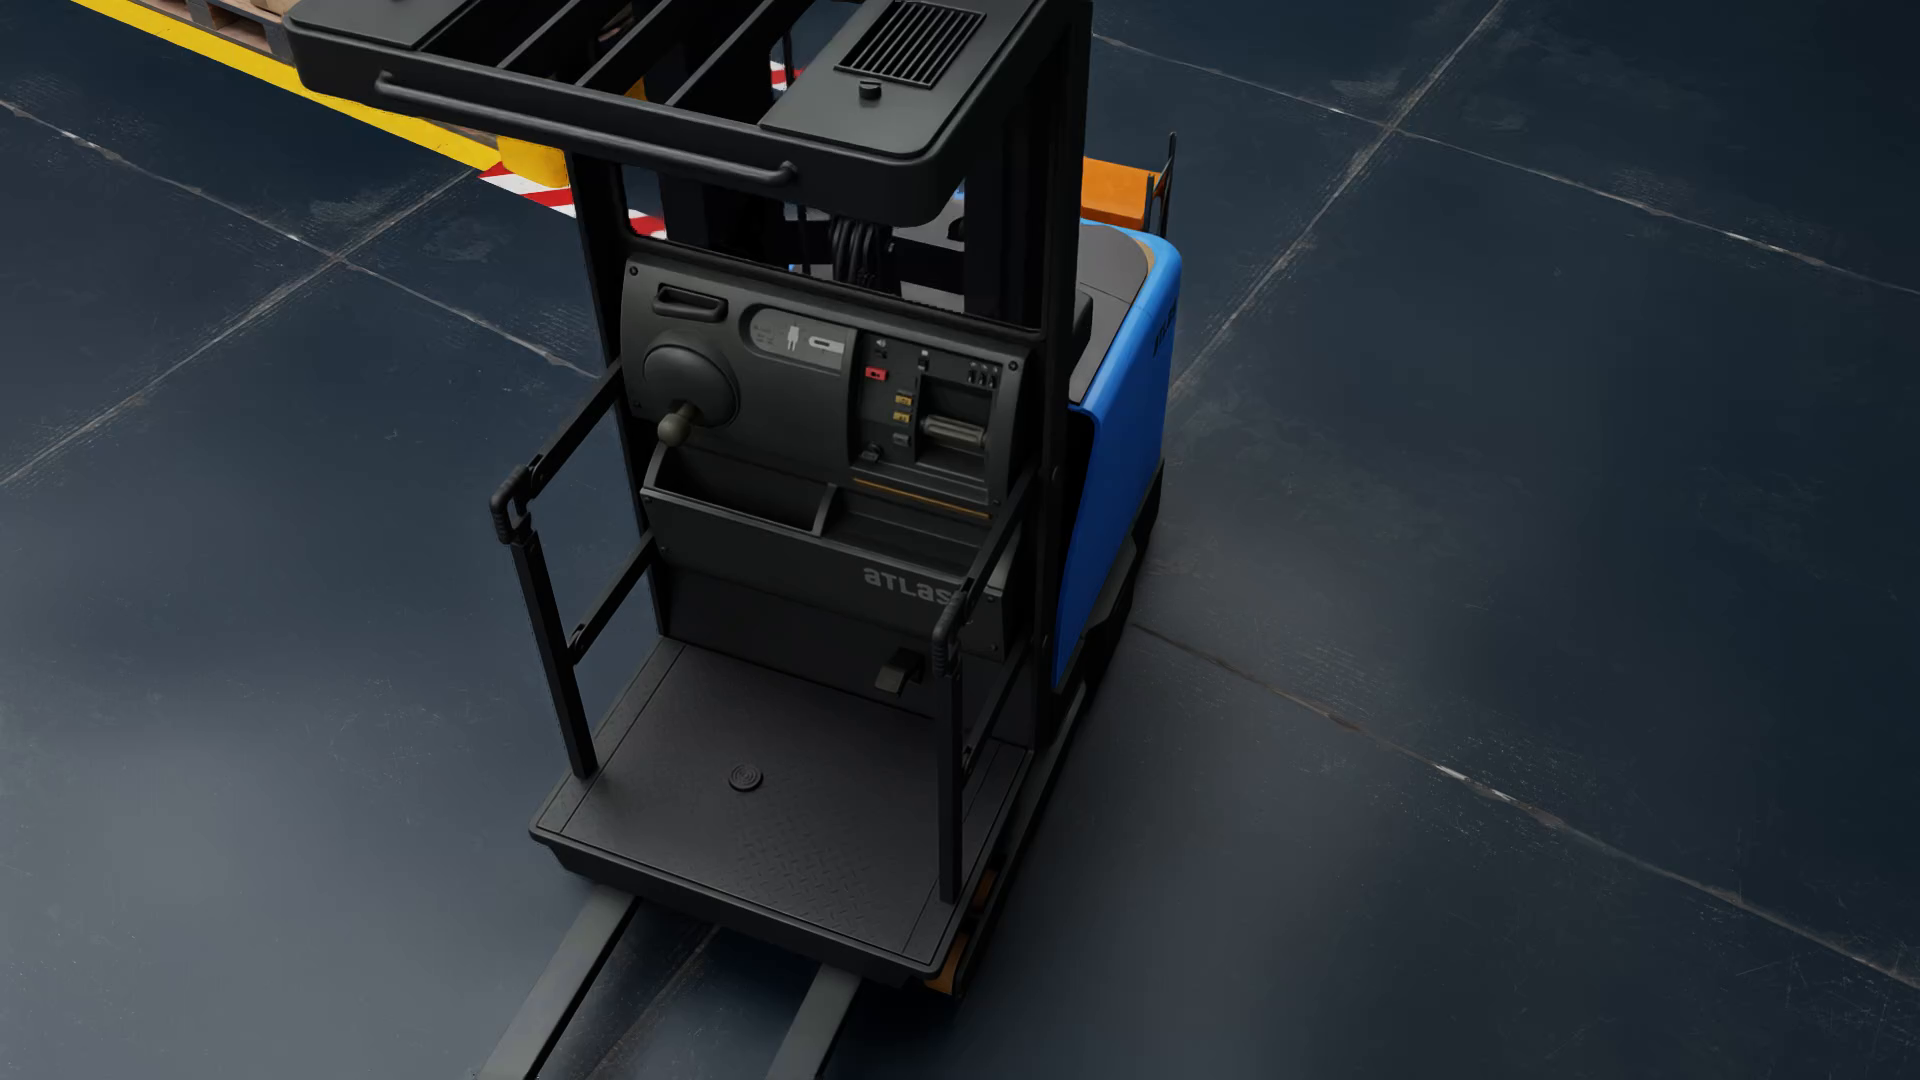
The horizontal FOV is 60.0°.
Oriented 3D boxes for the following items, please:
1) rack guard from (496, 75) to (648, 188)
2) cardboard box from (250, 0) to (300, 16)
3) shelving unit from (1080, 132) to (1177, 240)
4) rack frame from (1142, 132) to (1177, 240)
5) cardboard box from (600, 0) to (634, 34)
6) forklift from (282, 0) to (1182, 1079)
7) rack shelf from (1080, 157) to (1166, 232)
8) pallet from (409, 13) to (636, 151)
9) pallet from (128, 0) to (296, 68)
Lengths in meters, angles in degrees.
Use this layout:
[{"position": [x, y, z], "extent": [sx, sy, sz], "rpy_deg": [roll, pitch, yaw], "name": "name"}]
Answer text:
[{"position": [-1.416, -1.974, 6.819], "extent": [0.348, 0.500, 1.175], "rpy_deg": [25, 51, 22], "name": "rack guard"}, {"position": [-2.726, -2.458, 7.158], "extent": [0.500, 0.250, 0.500], "rpy_deg": [25, 51, 22], "name": "cardboard box"}, {"position": [0.335, -0.716, 5.109], "extent": [0.503, 1.200, 0.258], "rpy_deg": [16, 48, 15], "name": "shelving unit"}, {"position": [0.562, -0.652, 5.047], "extent": [0.015, 1.200, 0.240], "rpy_deg": [16, 48, 15], "name": "rack frame"}, {"position": [-1.519, -2.345, 7.118], "extent": [0.250, 0.149, 0.380], "rpy_deg": [25, 51, 22], "name": "cardboard box"}, {"position": [-0.386, -0.240, 3.440], "extent": [1.130, 2.935, 3.031], "rpy_deg": [16, 48, 15], "name": "forklift"}, {"position": [0.335, -0.991, 4.828], "extent": [0.480, 0.148, 0.258], "rpy_deg": [16, 48, 15], "name": "rack shelf"}, {"position": [-2.088, -2.181, 7.222], "extent": [1.213, 0.211, 1.003], "rpy_deg": [25, 51, 22], "name": "pallet"}, {"position": [-3.111, -2.654, 7.682], "extent": [1.213, 0.211, 1.003], "rpy_deg": [25, 51, 22], "name": "pallet"}]
